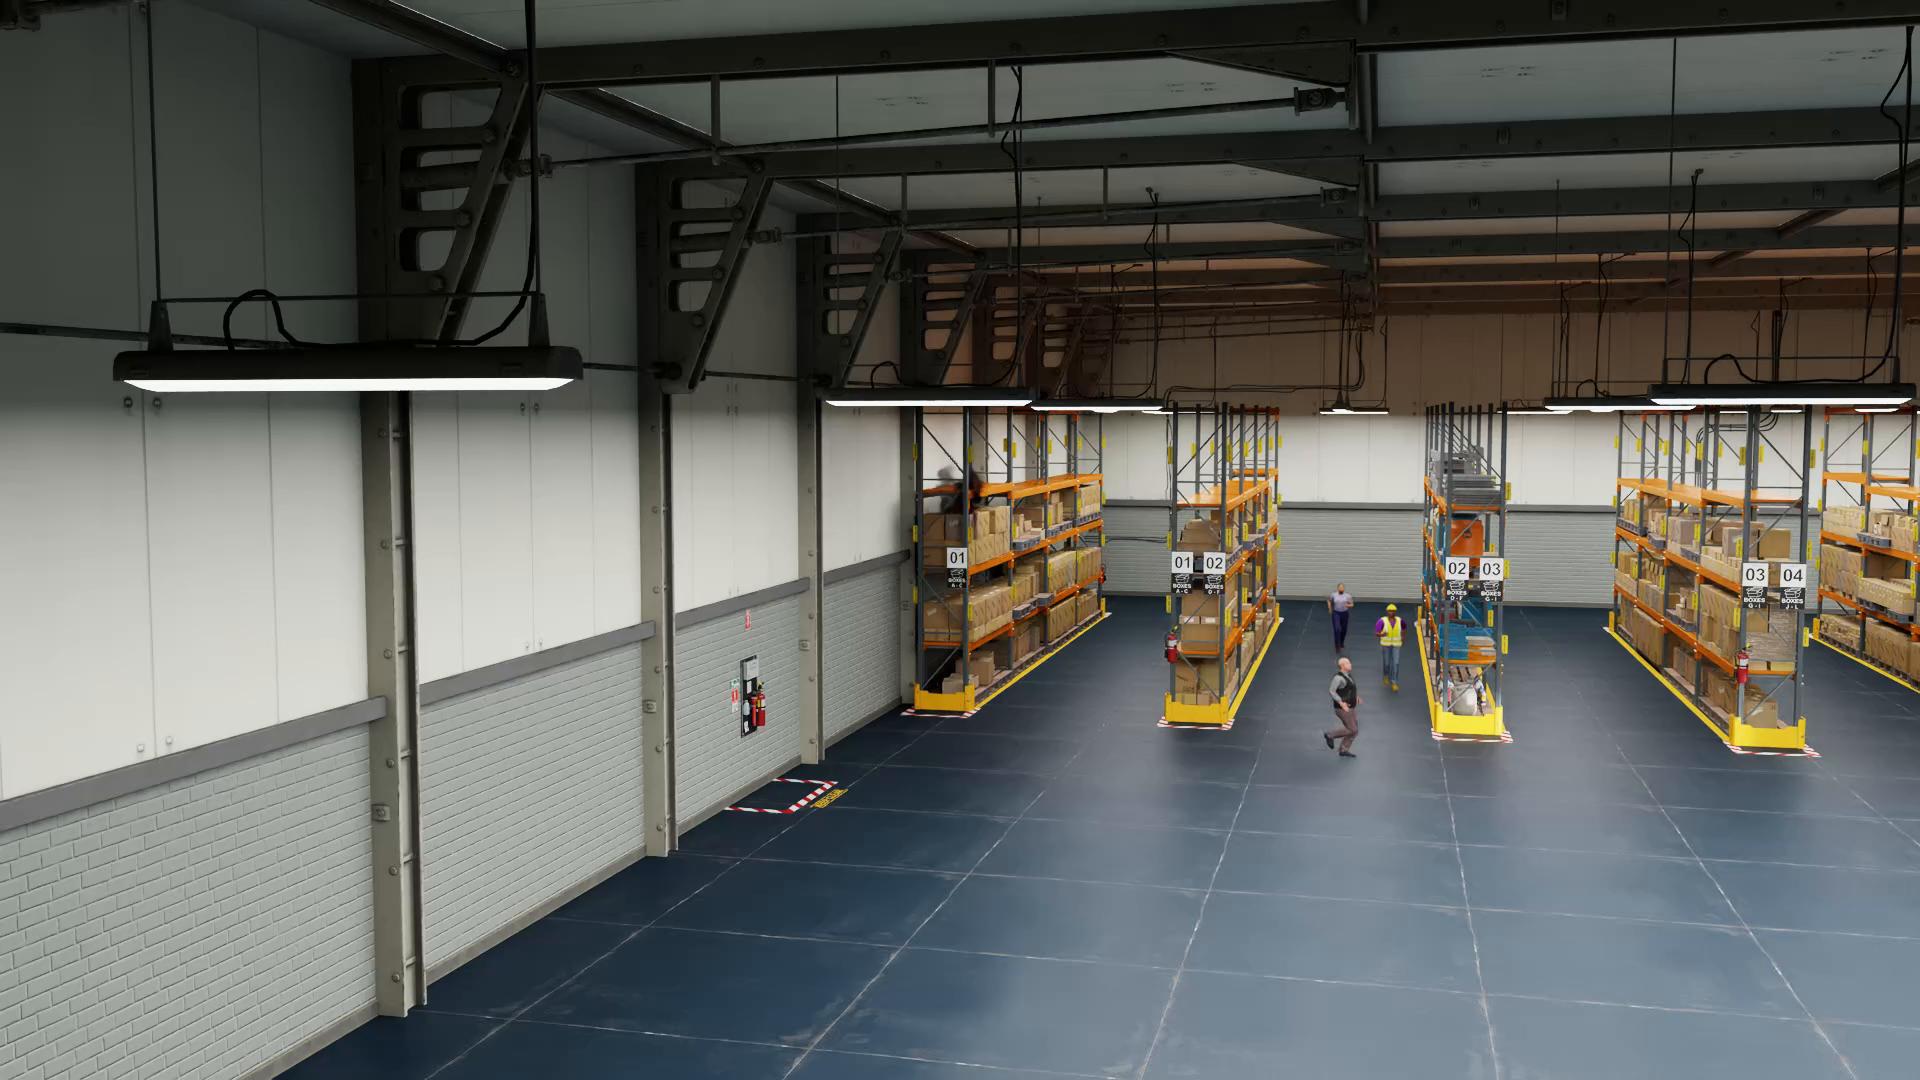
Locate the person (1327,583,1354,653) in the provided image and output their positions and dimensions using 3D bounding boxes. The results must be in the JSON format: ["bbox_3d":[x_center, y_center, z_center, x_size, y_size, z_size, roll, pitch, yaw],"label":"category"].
[{"bbox_3d":[9.307,1.885,40.655,0.594,1.671,0.877,0,4,4],"label":"person"}]

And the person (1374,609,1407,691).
[{"bbox_3d":[9.047,2.248,34.901,0.701,1.727,0.917,1,4,7],"label":"person"}]

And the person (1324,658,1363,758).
[{"bbox_3d":[6.461,2.822,28.023,0.585,1.679,0.661,3,5,34],"label":"person"}]
